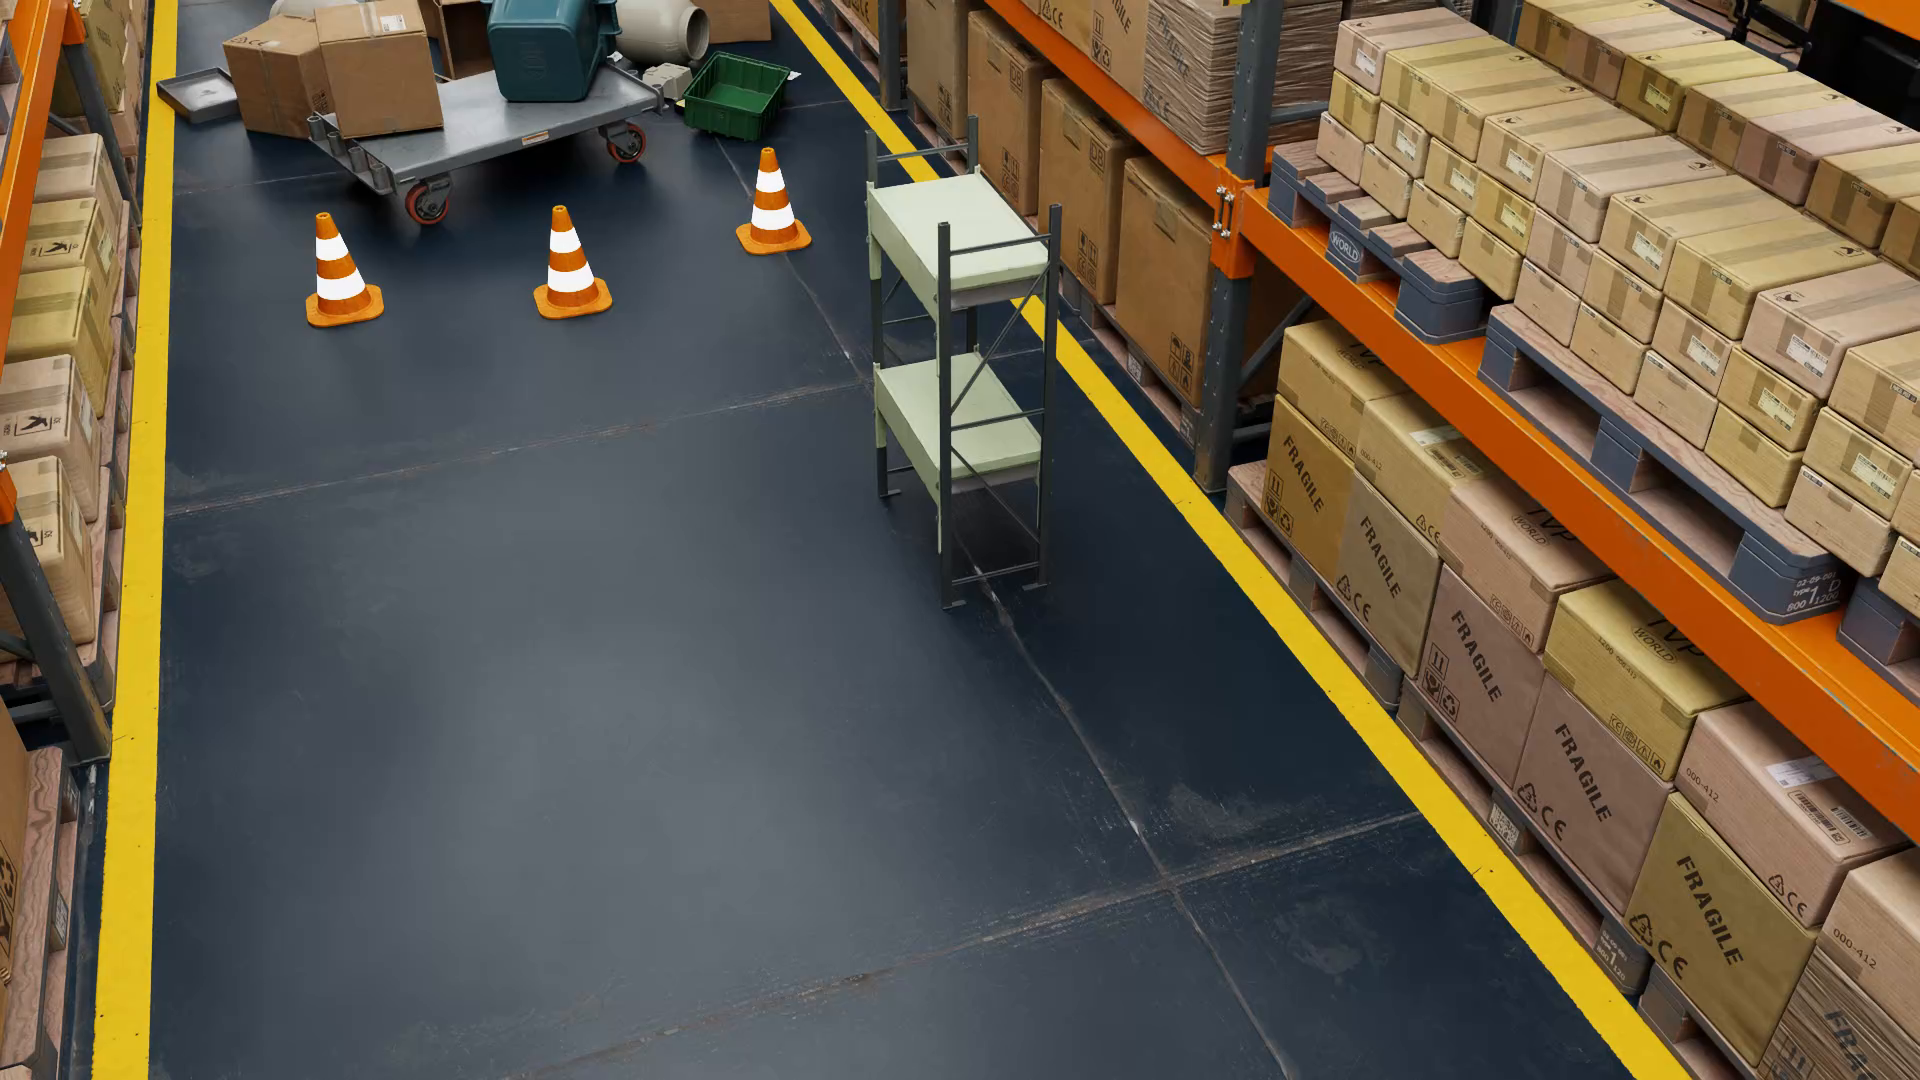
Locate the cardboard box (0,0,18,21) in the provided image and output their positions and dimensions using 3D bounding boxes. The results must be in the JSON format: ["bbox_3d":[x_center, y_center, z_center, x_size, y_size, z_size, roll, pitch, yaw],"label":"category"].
[{"bbox_3d":[-3.856,-2.085,6.385,0.380,0.149,0.250,-12,39,-16],"label":"cardboard box"}]

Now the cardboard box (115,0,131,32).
[{"bbox_3d":[-4.902,-3.037,9.102,0.500,0.500,0.500,-10,38,-14],"label":"cardboard box"}]

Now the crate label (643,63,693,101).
[{"bbox_3d":[-1.702,-2.670,9.681,0.250,0.136,0.298,19,41,23],"label":"crate label"}]

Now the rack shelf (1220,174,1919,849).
[{"bbox_3d":[2.097,-0.091,4.475,1.077,0.370,4.000,-12,39,-16],"label":"rack shelf"}]

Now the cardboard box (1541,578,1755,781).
[{"bbox_3d":[1.932,0.326,4.430,0.500,0.250,0.500,-14,39,-18],"label":"cardboard box"}]

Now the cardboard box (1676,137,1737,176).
[{"bbox_3d":[2.279,-1.069,4.789,0.380,0.149,0.250,-12,39,-16],"label":"cardboard box"}]

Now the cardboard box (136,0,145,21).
[{"bbox_3d":[-5.255,-3.319,10.100,0.500,0.250,0.500,-12,39,-16],"label":"cardboard box"}]

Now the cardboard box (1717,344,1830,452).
[{"bbox_3d":[2.006,-0.362,3.850,0.380,0.149,0.250,-12,39,-16],"label":"cardboard box"}]

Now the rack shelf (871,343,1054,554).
[{"bbox_3d":[-0.002,-0.342,6.000,0.431,0.370,0.720,-12,39,-16],"label":"rack shelf"}]

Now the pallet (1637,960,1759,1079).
[{"bbox_3d":[2.516,1.426,4.181,1.003,0.211,1.213,-12,39,-16],"label":"pallet"}]

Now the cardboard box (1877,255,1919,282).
[{"bbox_3d":[2.542,-0.635,4.213,0.380,0.149,0.250,-13,39,-17],"label":"cardboard box"}]

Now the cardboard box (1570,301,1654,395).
[{"bbox_3d":[1.832,-0.532,4.323,0.380,0.149,0.250,-12,39,-15],"label":"cardboard box"}]

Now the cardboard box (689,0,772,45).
[{"bbox_3d":[-1.465,-3.434,10.392,0.500,0.500,0.500,-6,37,-8],"label":"cardboard box"}]

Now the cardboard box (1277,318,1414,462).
[{"bbox_3d":[1.419,-0.537,5.575,0.500,0.250,0.500,-14,39,-18],"label":"cardboard box"}]

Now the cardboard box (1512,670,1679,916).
[{"bbox_3d":[1.946,0.636,4.641,0.500,0.500,0.500,-13,39,-17],"label":"cardboard box"}]

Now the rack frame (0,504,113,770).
[{"bbox_3d":[-3.204,-0.426,4.322,1.000,3.000,0.127,-12,39,-16],"label":"rack frame"}]

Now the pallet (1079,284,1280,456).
[{"bbox_3d":[1.209,-0.855,7.210,1.003,0.211,1.213,-12,39,-16],"label":"pallet"}]

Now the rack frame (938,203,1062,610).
[{"bbox_3d":[0.124,-0.396,5.529,0.400,1.500,0.023,-12,39,-16],"label":"rack frame"}]

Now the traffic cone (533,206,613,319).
[{"bbox_3d":[-1.800,-1.305,7.598,0.336,0.463,0.334,-12,39,-16],"label":"traffic cone"}]

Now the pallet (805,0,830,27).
[{"bbox_3d":[-0.579,-3.790,11.106,1.003,0.211,1.213,-12,39,-16],"label":"pallet"}]

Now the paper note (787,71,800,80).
[{"bbox_3d":[-1.049,-2.774,9.907,0.142,0.020,0.147,19,41,23],"label":"paper note"}]

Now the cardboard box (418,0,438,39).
[{"bbox_3d":[-2.975,-3.480,10.452,0.637,0.503,0.797,19,41,23],"label":"cardboard box"}]

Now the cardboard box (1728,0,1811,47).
[{"bbox_3d":[5.062,-3.290,9.837,0.700,0.500,0.500,-13,39,-16],"label":"cardboard box"}]

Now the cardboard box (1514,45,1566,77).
[{"bbox_3d":[2.007,-1.509,5.373,0.380,0.149,0.250,-12,39,-15],"label":"cardboard box"}]

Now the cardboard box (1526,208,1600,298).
[{"bbox_3d":[1.749,-0.793,4.422,0.380,0.149,0.250,-12,39,-16],"label":"cardboard box"}]

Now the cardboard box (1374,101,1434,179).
[{"bbox_3d":[1.482,-1.227,4.998,0.380,0.149,0.250,-11,38,-14],"label":"cardboard box"}]

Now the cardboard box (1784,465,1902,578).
[{"bbox_3d":[2.102,-0.084,3.729,0.380,0.149,0.250,-14,39,-18],"label":"cardboard box"}]

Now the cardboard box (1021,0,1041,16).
[{"bbox_3d":[0.479,-2.600,7.125,0.500,0.500,0.500,-12,39,-15],"label":"cardboard box"}]

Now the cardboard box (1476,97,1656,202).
[{"bbox_3d":[1.652,-1.071,4.544,0.380,0.149,0.250,-14,39,-18],"label":"cardboard box"}]

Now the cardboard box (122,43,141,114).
[{"bbox_3d":[-4.724,-2.443,8.937,0.500,0.250,0.500,-10,38,-13],"label":"cardboard box"}]

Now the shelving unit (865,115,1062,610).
[{"bbox_3d":[-0.002,-0.603,5.804,0.431,1.500,0.755,-12,39,-16],"label":"shelving unit"}]

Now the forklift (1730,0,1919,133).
[{"bbox_3d":[3.918,-2.332,6.909,1.130,2.935,3.031,-7,38,-10],"label":"forklift"}]

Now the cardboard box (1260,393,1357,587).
[{"bbox_3d":[1.413,-0.225,5.784,0.500,0.500,0.500,-14,39,-18],"label":"cardboard box"}]

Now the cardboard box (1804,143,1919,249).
[{"bbox_3d":[2.451,-0.900,4.317,0.380,0.149,0.250,-11,38,-14],"label":"cardboard box"}]

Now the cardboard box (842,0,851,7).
[{"bbox_3d":[-0.432,-3.965,10.437,0.875,0.875,0.875,-12,39,-16],"label":"cardboard box"}]

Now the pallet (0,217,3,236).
[{"bbox_3d":[-3.549,-0.730,4.885,1.213,0.211,1.003,-12,39,-16],"label":"pallet"}]

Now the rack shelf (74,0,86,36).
[{"bbox_3d":[-5.268,-3.528,9.039,1.077,0.370,4.000,-12,39,-16],"label":"rack shelf"}]

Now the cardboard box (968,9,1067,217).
[{"bbox_3d":[0.659,-2.159,8.144,1.050,0.750,0.750,-12,39,-16],"label":"cardboard box"}]

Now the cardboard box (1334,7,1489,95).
[{"bbox_3d":[1.388,-1.509,5.126,0.380,0.149,0.250,-12,39,-16],"label":"cardboard box"}]

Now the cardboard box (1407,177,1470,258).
[{"bbox_3d":[1.559,-0.977,4.913,0.380,0.149,0.250,-11,38,-14],"label":"cardboard box"}]

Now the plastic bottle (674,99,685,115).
[{"bbox_3d":[-1.479,-2.437,9.435,0.283,0.061,0.133,27,44,31],"label":"plastic bottle"}]

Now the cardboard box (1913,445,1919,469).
[{"bbox_3d":[2.193,-0.186,3.369,0.380,0.149,0.250,-13,39,-16],"label":"cardboard box"}]

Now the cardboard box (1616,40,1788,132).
[{"bbox_3d":[2.183,-1.341,4.902,0.380,0.149,0.250,-11,38,-15],"label":"cardboard box"}]

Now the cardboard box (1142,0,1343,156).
[{"bbox_3d":[1.002,-1.747,5.993,0.500,0.500,0.500,-12,39,-16],"label":"cardboard box"}]

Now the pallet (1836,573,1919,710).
[{"bbox_3d":[2.659,0.367,3.430,1.003,0.211,1.213,-12,39,-16],"label":"pallet"}]

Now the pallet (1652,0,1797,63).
[{"bbox_3d":[4.994,-3.184,10.302,1.003,0.211,1.213,-12,39,-16],"label":"pallet"}]

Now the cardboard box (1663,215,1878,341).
[{"bbox_3d":[1.922,-0.628,3.956,0.380,0.149,0.250,-13,39,-17],"label":"cardboard box"}]

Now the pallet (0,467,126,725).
[{"bbox_3d":[-3.471,0.246,5.748,1.003,0.211,1.213,-12,39,-16],"label":"pallet"}]

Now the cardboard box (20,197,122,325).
[{"bbox_3d":[-4.147,-1.102,7.056,0.950,0.372,0.625,-10,38,-13],"label":"cardboard box"}]

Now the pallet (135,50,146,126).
[{"bbox_3d":[-5.268,-2.634,9.572,1.003,0.211,1.213,-12,39,-16],"label":"pallet"}]

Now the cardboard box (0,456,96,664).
[{"bbox_3d":[-3.389,0.135,5.413,0.950,0.372,0.625,-15,40,-19],"label":"cardboard box"}]
